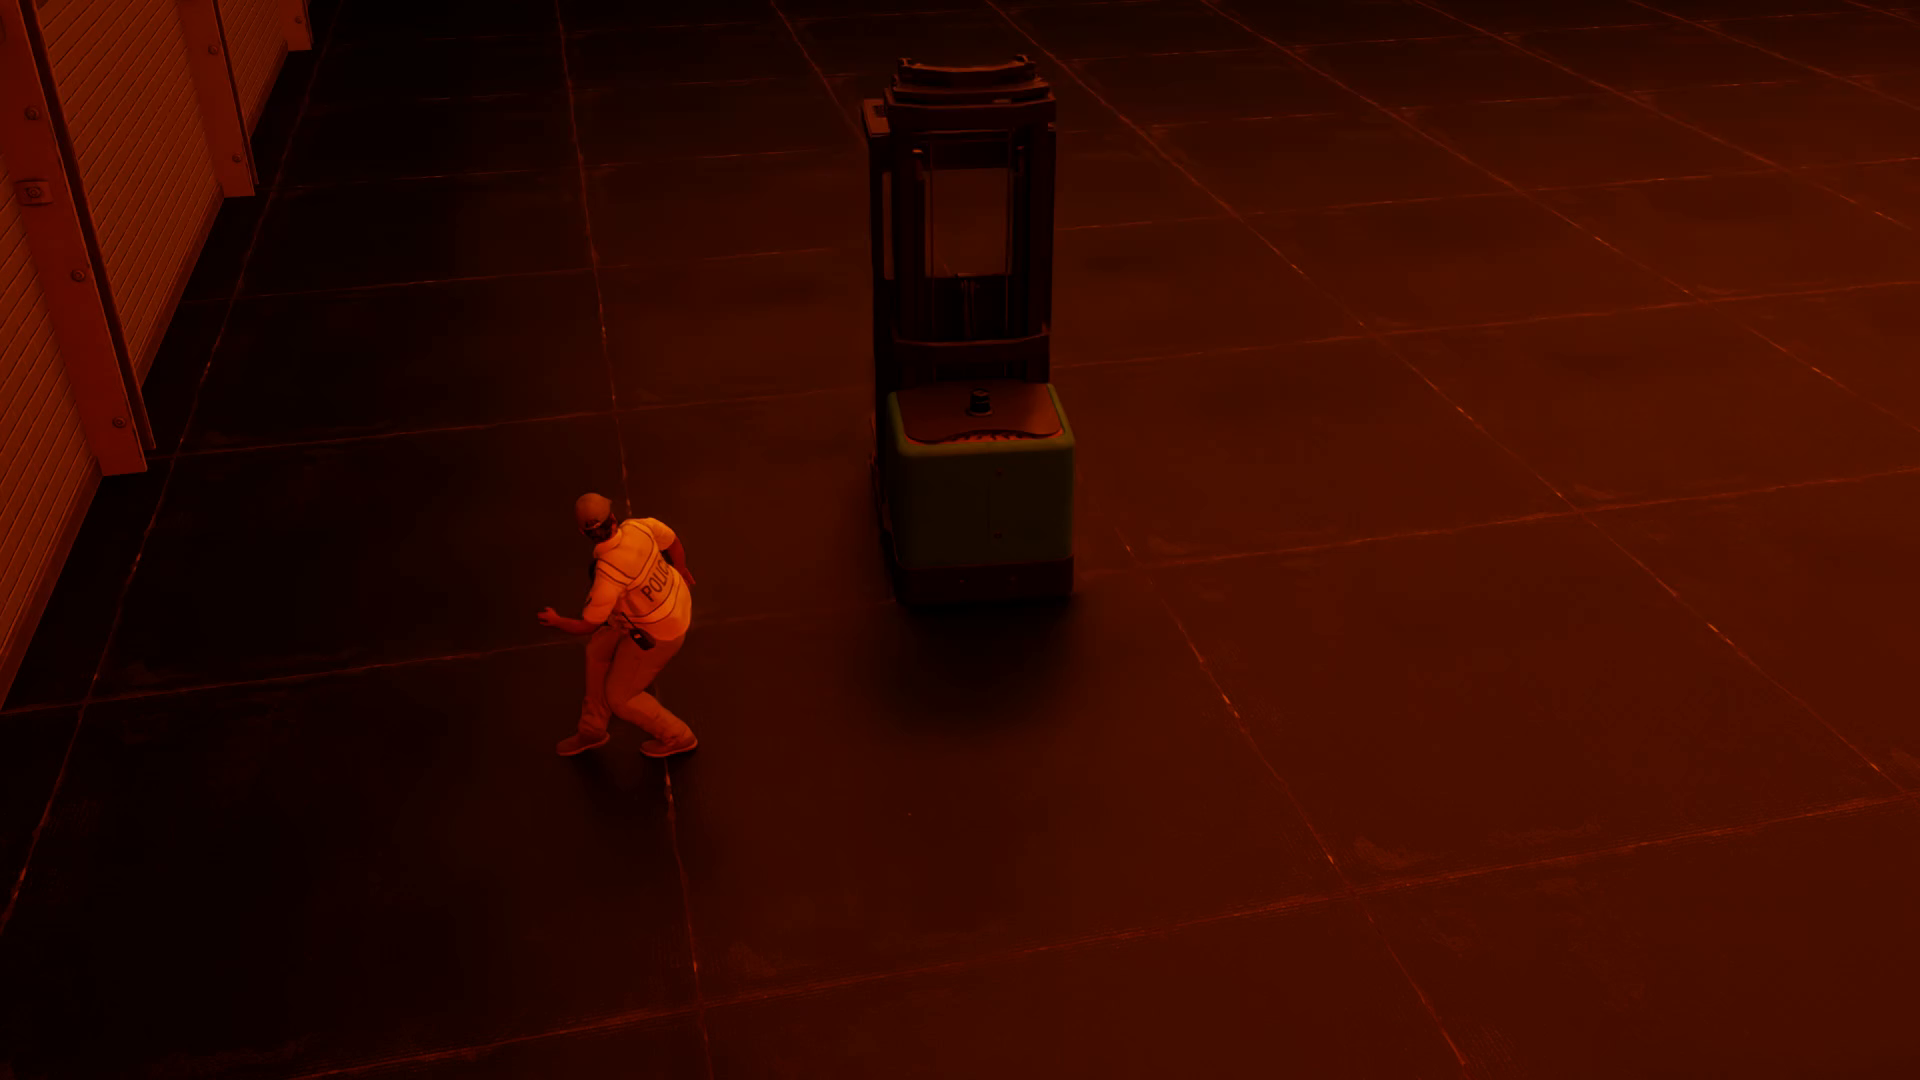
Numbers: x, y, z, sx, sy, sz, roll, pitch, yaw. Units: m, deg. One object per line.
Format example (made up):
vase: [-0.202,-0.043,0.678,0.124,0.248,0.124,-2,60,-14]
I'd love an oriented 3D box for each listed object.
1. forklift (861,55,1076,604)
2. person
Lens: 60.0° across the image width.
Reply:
forklift: [-0.014,-1.609,10.353,1.130,2.935,3.031,-3,30,-6]
person: [-1.723,0.388,8.350,0.755,1.514,0.706,0,30,0]
